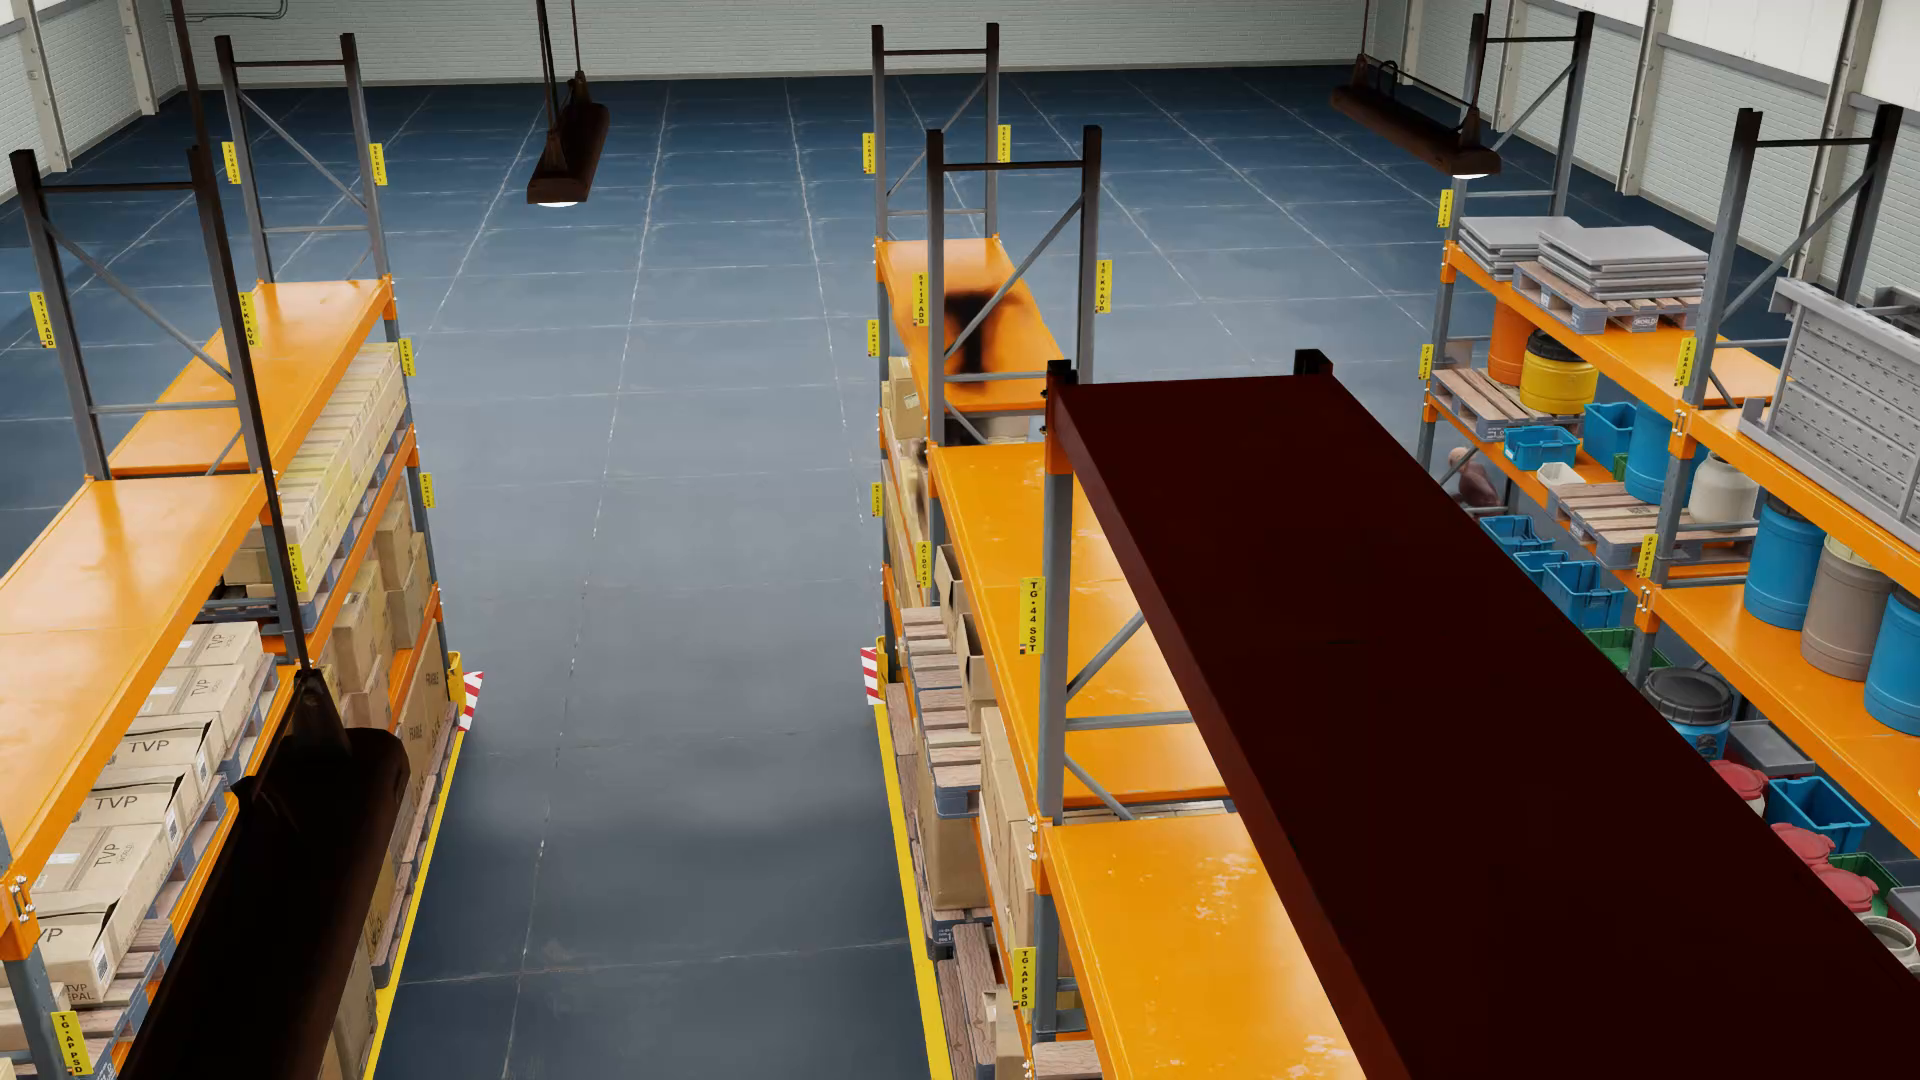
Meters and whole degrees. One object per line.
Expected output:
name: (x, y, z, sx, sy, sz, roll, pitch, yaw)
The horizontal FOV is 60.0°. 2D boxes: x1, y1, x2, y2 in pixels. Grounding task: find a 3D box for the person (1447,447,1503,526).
person: (5.286, -0.164, 17.018, 0.870, 1.593, 0.736, 8, 27, 16)
